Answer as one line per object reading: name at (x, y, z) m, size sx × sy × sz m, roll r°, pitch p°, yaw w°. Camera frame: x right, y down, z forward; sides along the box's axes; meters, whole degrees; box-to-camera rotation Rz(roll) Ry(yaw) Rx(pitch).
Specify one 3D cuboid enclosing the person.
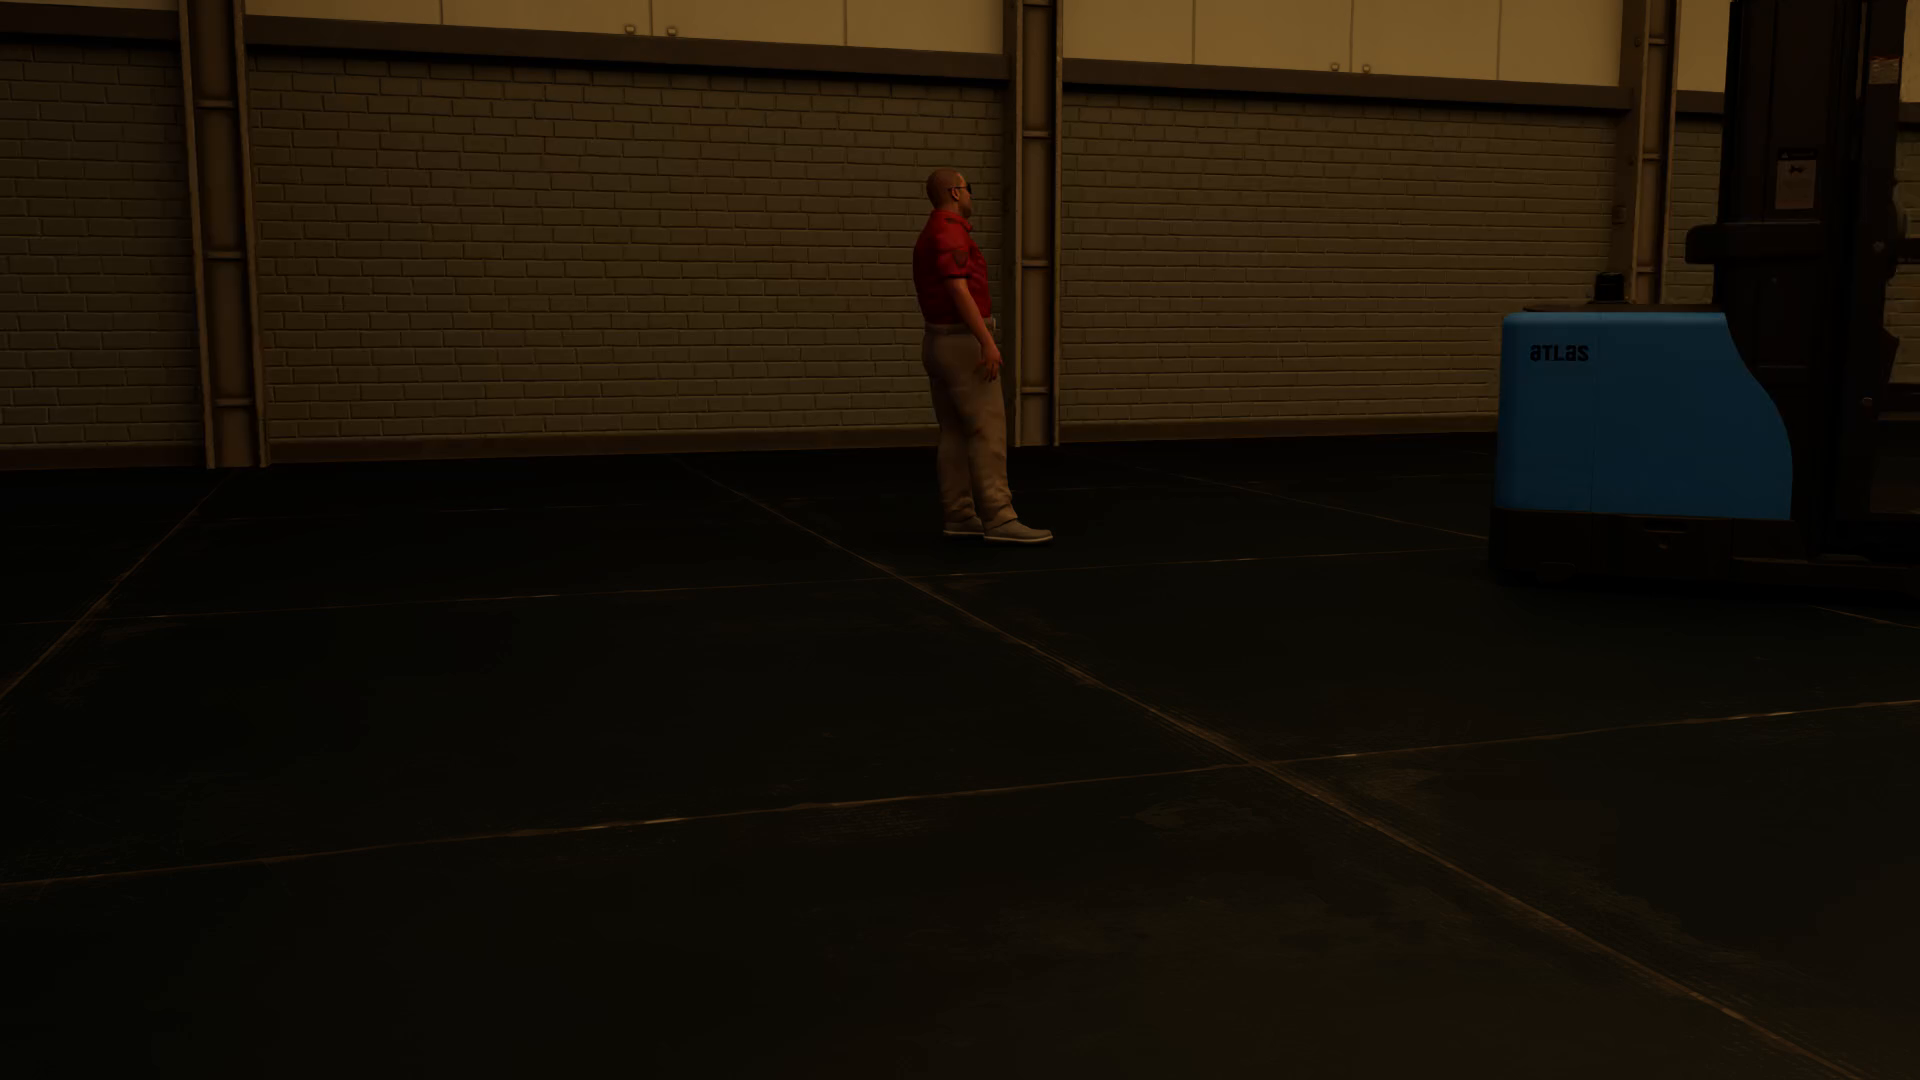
person at (0.089, -0.866, 7.823) m, size 0.551 × 1.727 × 0.640 m, roll -3°, pitch 8°, yaw -18°

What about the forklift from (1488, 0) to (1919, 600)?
forklift at (3.676, -1.260, 6.311) m, size 3.031 × 2.935 × 1.130 m, roll 3°, pitch 8°, yaw 21°
